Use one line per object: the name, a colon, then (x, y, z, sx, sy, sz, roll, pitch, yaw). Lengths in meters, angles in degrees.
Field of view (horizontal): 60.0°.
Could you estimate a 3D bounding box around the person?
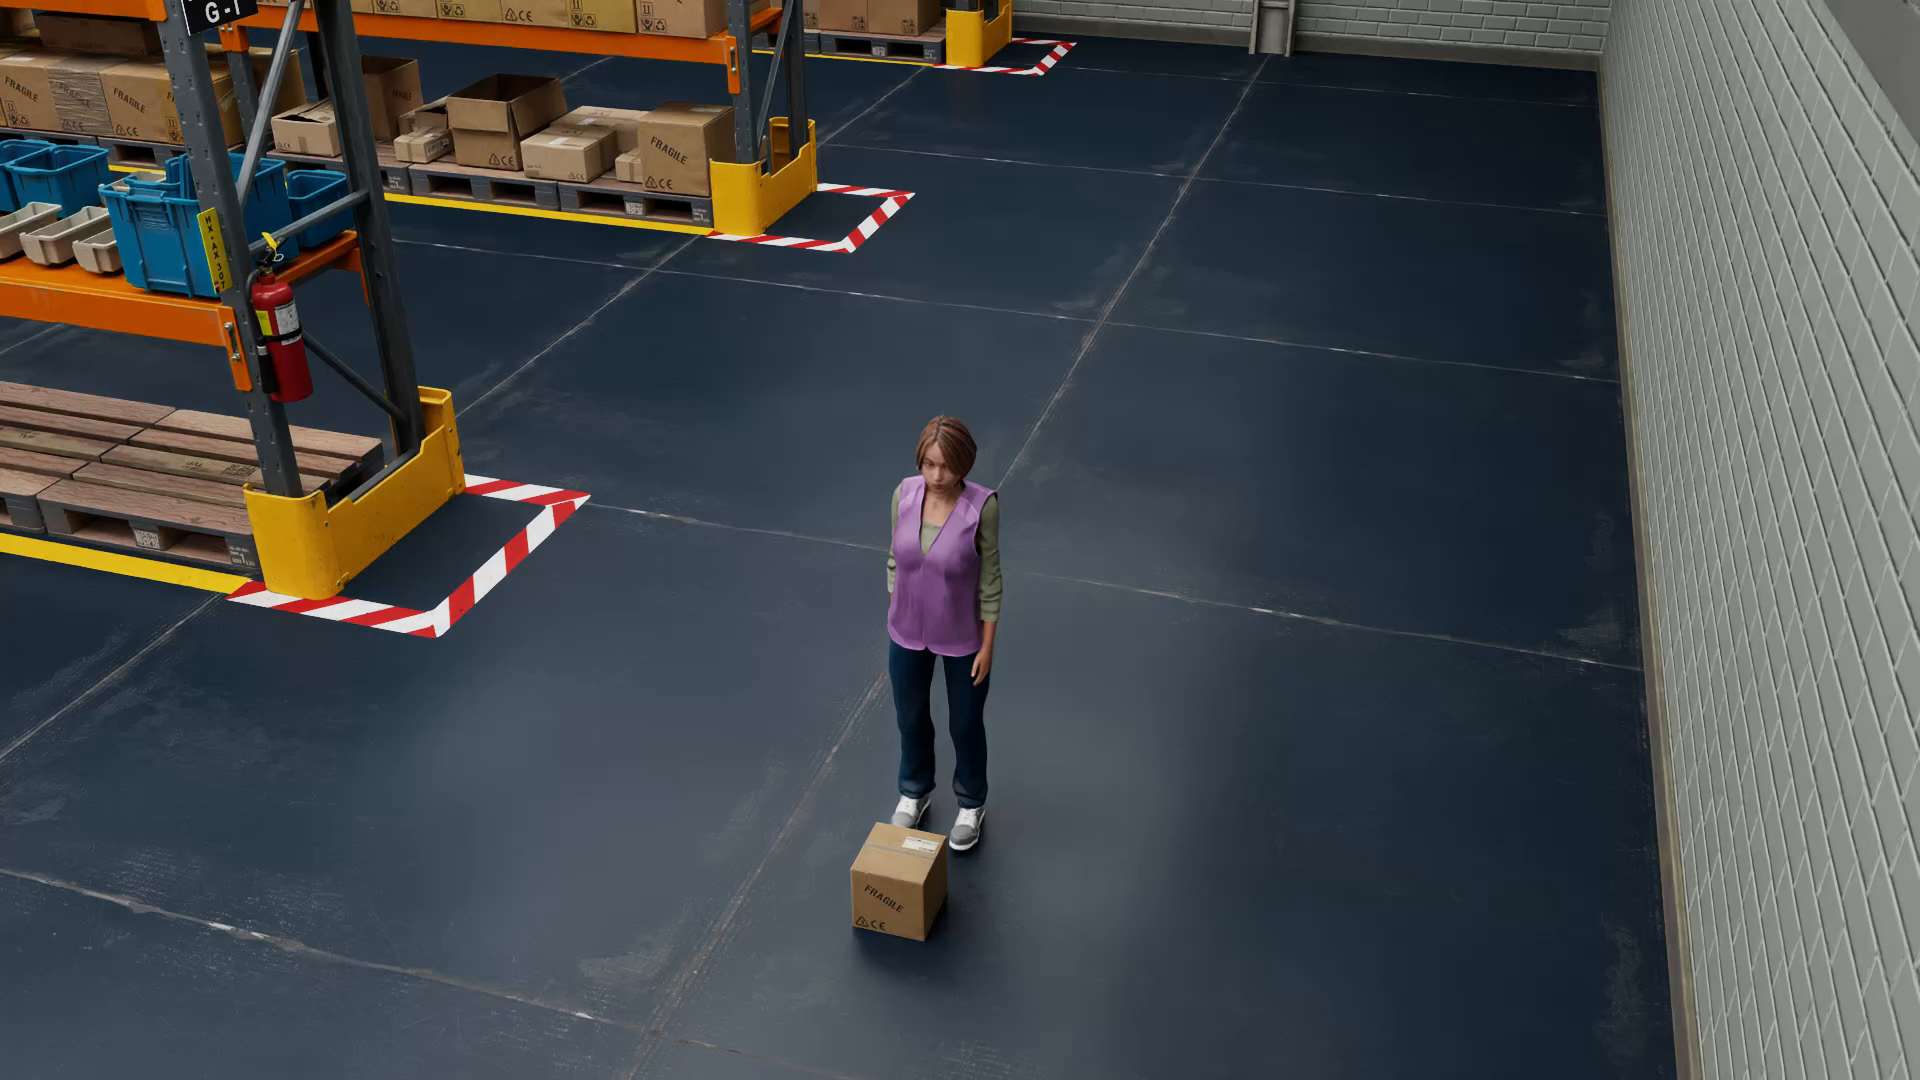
person: (-0.053, 0.426, 5.622, 0.406, 1.371, 0.300, 9, 31, 16)
